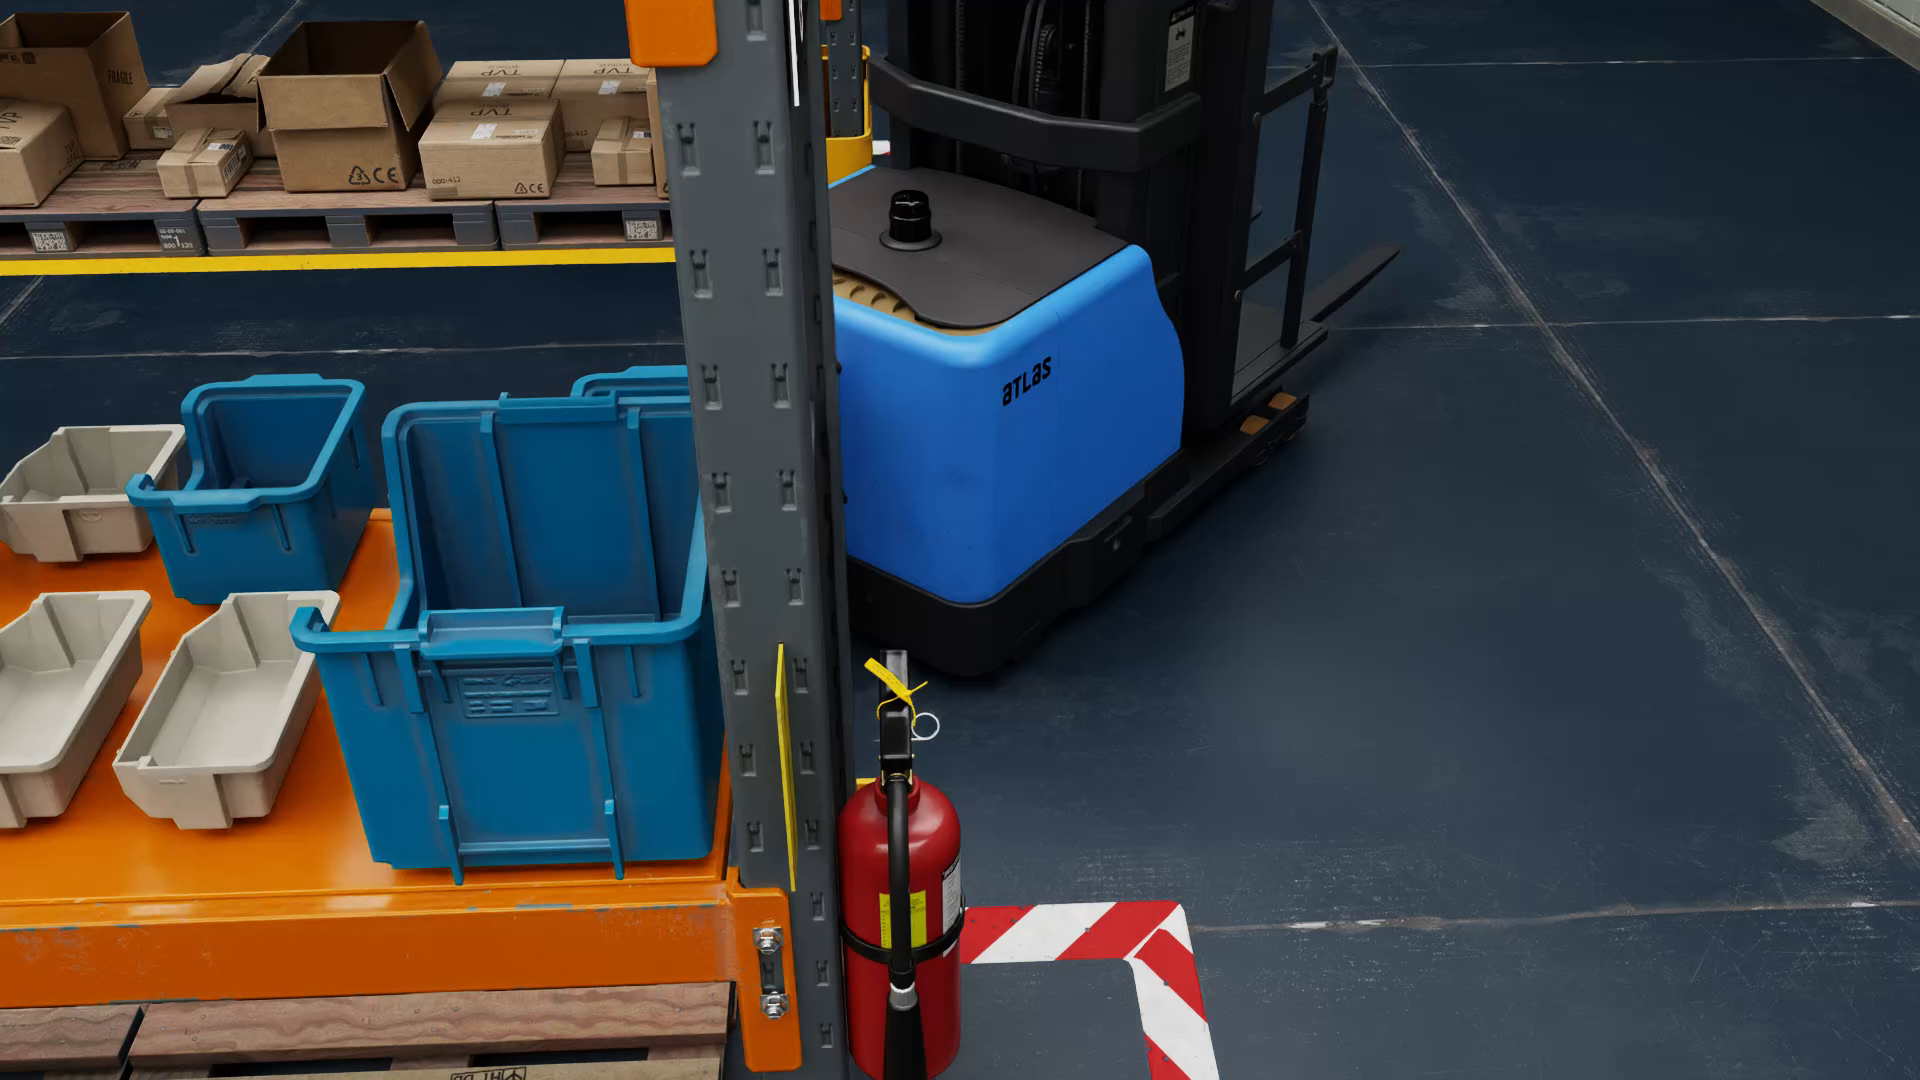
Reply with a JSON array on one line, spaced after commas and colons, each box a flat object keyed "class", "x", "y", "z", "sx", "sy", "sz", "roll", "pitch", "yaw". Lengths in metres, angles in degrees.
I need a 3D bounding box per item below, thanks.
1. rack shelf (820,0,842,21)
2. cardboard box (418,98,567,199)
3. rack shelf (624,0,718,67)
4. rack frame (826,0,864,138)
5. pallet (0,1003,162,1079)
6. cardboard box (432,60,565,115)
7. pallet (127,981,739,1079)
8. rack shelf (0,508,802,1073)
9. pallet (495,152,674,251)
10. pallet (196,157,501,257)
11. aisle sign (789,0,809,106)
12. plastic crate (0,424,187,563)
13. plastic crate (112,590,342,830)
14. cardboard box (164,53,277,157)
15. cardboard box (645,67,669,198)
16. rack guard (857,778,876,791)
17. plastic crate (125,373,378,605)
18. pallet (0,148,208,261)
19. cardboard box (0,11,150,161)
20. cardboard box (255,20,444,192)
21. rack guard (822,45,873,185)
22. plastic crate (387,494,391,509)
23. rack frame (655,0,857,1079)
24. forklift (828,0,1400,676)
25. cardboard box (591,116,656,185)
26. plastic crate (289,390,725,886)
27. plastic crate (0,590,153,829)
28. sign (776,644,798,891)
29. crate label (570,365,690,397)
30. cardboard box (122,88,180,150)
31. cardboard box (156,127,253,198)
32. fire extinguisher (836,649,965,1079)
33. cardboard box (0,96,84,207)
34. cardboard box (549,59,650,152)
[{"class": "rack shelf", "x": -2.484, "y": -2.426, "z": 6.751, "sx": 4.000, "sy": 0.370, "sz": 1.077, "roll": -2, "pitch": 35, "yaw": -2}, {"class": "cardboard box", "x": -1.968, "y": -1.662, "z": 7.046, "sx": 0.500, "sy": 0.250, "sz": 0.500, "roll": -2, "pitch": 35, "yaw": -2}, {"class": "rack shelf", "x": -2.254, "y": -0.843, "z": 1.829, "sx": 4.000, "sy": 0.370, "sz": 1.077, "roll": -2, "pitch": 35, "yaw": -2}, {"class": "rack frame", "x": -0.487, "y": -2.775, "z": 6.624, "sx": 0.127, "sy": 3.000, "sz": 1.000, "roll": -2, "pitch": 35, "yaw": -2}, {"class": "pallet", "x": -2.297, "y": 1.218, "z": 3.304, "sx": 1.213, "sy": 0.211, "sz": 1.003, "roll": -2, "pitch": 35, "yaw": -2}, {"class": "cardboard box", "x": -2.042, "y": -1.945, "z": 7.455, "sx": 0.500, "sy": 0.250, "sz": 0.500, "roll": -2, "pitch": 35, "yaw": -2}, {"class": "pallet", "x": -1.081, "y": 1.187, "z": 3.349, "sx": 1.213, "sy": 0.211, "sz": 1.003, "roll": -2, "pitch": 35, "yaw": -2}, {"class": "rack shelf", "x": -2.254, "y": 0.390, "z": 2.683, "sx": 4.000, "sy": 0.370, "sz": 1.077, "roll": -2, "pitch": 35, "yaw": -2}, {"class": "pallet", "x": -1.359, "y": -1.604, "z": 7.383, "sx": 1.213, "sy": 0.211, "sz": 1.003, "roll": -2, "pitch": 35, "yaw": -2}, {"class": "pallet", "x": -2.575, "y": -1.573, "z": 7.338, "sx": 1.213, "sy": 0.211, "sz": 1.003, "roll": -2, "pitch": 35, "yaw": -2}, {"class": "aisle sign", "x": -0.170, "y": -0.864, "z": 1.578, "sx": 0.004, "sy": 0.787, "sz": 0.394, "roll": -2, "pitch": 35, "yaw": -2}, {"class": "plastic crate", "x": -1.520, "y": -0.076, "z": 2.904, "sx": 0.298, "sy": 0.136, "sz": 0.250, "roll": -2, "pitch": 35, "yaw": -2}, {"class": "plastic crate", "x": -1.062, "y": 0.249, "z": 2.433, "sx": 0.243, "sy": 0.136, "sz": 0.396, "roll": -2, "pitch": 35, "yaw": -2}, {"class": "cardboard box", "x": -3.177, "y": -1.940, "z": 7.393, "sx": 0.500, "sy": 0.311, "sz": 0.500, "roll": -2, "pitch": 35, "yaw": -2}, {"class": "cardboard box", "x": -1.018, "y": -1.774, "z": 6.987, "sx": 0.500, "sy": 0.500, "sz": 0.500, "roll": -2, "pitch": 35, "yaw": -2}, {"class": "rack guard", "x": -0.232, "y": 1.060, "z": 3.279, "sx": 0.348, "sy": 0.500, "sz": 1.175, "roll": -2, "pitch": 35, "yaw": -2}, {"class": "plastic crate", "x": -1.176, "y": -0.078, "z": 2.821, "sx": 0.300, "sy": 0.233, "sz": 0.416, "roll": -2, "pitch": 35, "yaw": -2}, {"class": "pallet", "x": -3.796, "y": -1.539, "z": 7.288, "sx": 1.213, "sy": 0.211, "sz": 1.003, "roll": -2, "pitch": 35, "yaw": -2}, {"class": "cardboard box", "x": -3.926, "y": -1.997, "z": 7.310, "sx": 0.500, "sy": 0.500, "sz": 0.500, "roll": -2, "pitch": 35, "yaw": -2}, {"class": "cardboard box", "x": -2.606, "y": -1.875, "z": 7.131, "sx": 0.637, "sy": 0.503, "sz": 0.797, "roll": -2, "pitch": 35, "yaw": -2}, {"class": "rack guard", "x": -0.563, "y": -1.745, "z": 7.333, "sx": 0.348, "sy": 0.500, "sz": 1.175, "roll": -2, "pitch": 35, "yaw": -2}, {"class": "plastic crate", "x": -0.842, "y": -0.095, "z": 2.930, "sx": 0.298, "sy": 0.136, "sz": 0.250, "roll": -2, "pitch": 35, "yaw": -2}, {"class": "rack frame", "x": -0.256, "y": 0.040, "z": 2.556, "sx": 0.127, "sy": 3.000, "sz": 1.000, "roll": -2, "pitch": 35, "yaw": -2}, {"class": "forklift", "x": 0.545, "y": -1.611, "z": 5.002, "sx": 1.130, "sy": 2.935, "sz": 3.031, "roll": 24, "pitch": 41, "yaw": 30}, {"class": "cardboard box", "x": -1.427, "y": -1.677, "z": 7.140, "sx": 0.250, "sy": 0.166, "sz": 0.380, "roll": -2, "pitch": 35, "yaw": -2}, {"class": "plastic crate", "x": -0.581, "y": 0.116, "z": 2.362, "sx": 0.499, "sy": 0.435, "sz": 0.616, "roll": -2, "pitch": 35, "yaw": -2}, {"class": "plastic crate", "x": -1.352, "y": 0.249, "z": 2.434, "sx": 0.243, "sy": 0.136, "sz": 0.396, "roll": -2, "pitch": 35, "yaw": -2}, {"class": "sign", "x": -0.214, "y": 0.286, "z": 2.058, "sx": 0.005, "sy": 0.325, "sz": 0.100, "roll": -2, "pitch": 35, "yaw": -2}, {"class": "crate label", "x": -0.518, "y": -0.096, "z": 2.847, "sx": 0.303, "sy": 0.233, "sz": 0.416, "roll": -2, "pitch": 35, "yaw": -2}, {"class": "cardboard box", "x": -3.555, "y": -1.897, "z": 7.474, "sx": 0.250, "sy": 0.149, "sz": 0.380, "roll": -2, "pitch": 35, "yaw": -2}, {"class": "cardboard box", "x": -3.189, "y": -1.601, "z": 7.030, "sx": 0.250, "sy": 0.166, "sz": 0.380, "roll": -2, "pitch": 35, "yaw": -2}, {"class": "fire extinguisher", "x": -0.084, "y": 0.480, "z": 2.316, "sx": 0.183, "sy": 0.674, "sz": 0.296, "roll": -2, "pitch": 35, "yaw": -2}, {"class": "cardboard box", "x": -4.053, "y": -1.631, "z": 6.947, "sx": 0.500, "sy": 0.311, "sz": 0.500, "roll": -2, "pitch": 35, "yaw": -2}, {"class": "cardboard box", "x": -1.543, "y": -1.959, "z": 7.474, "sx": 0.500, "sy": 0.250, "sz": 0.500, "roll": -2, "pitch": 35, "yaw": -2}]
